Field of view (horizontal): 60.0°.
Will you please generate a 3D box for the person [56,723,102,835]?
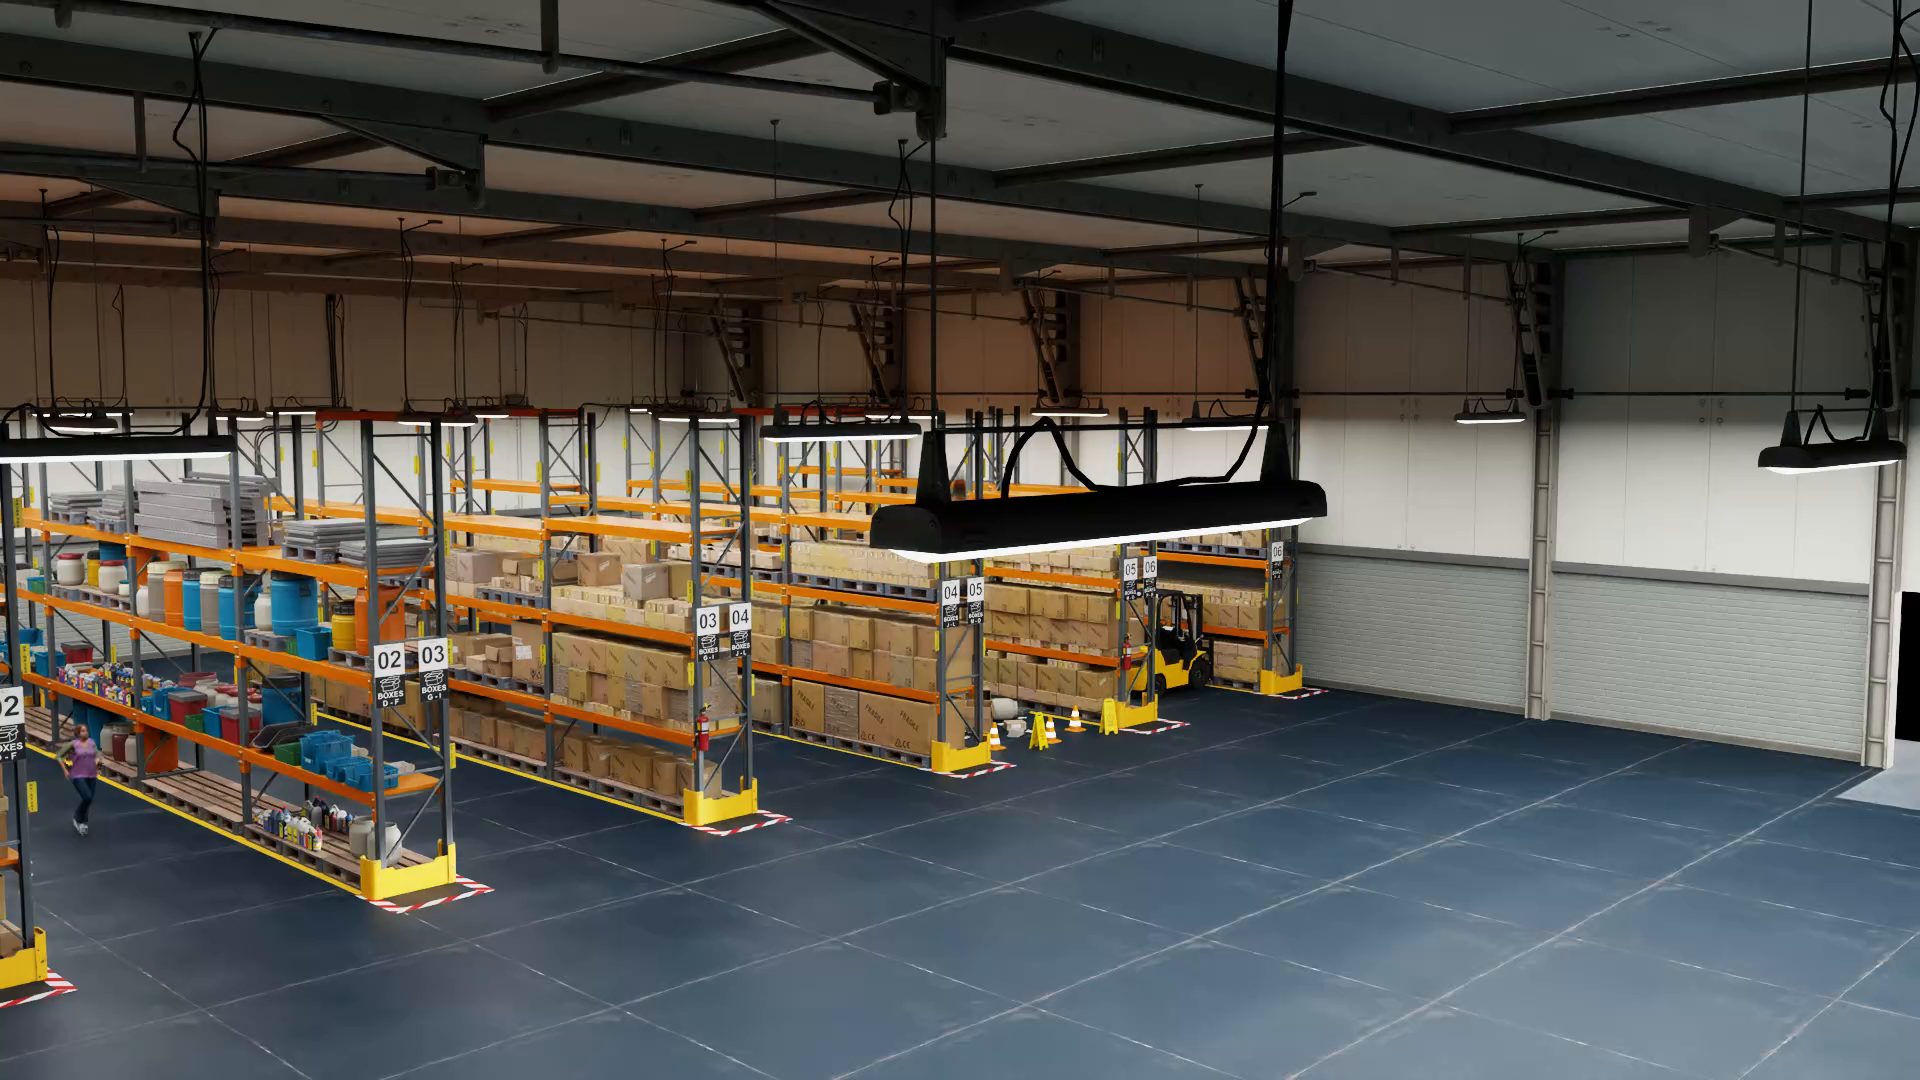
[{"bbox_3d":[-12.563,3.420,23.835,0.662,1.592,0.506,3,6,30],"label":"person"}]
